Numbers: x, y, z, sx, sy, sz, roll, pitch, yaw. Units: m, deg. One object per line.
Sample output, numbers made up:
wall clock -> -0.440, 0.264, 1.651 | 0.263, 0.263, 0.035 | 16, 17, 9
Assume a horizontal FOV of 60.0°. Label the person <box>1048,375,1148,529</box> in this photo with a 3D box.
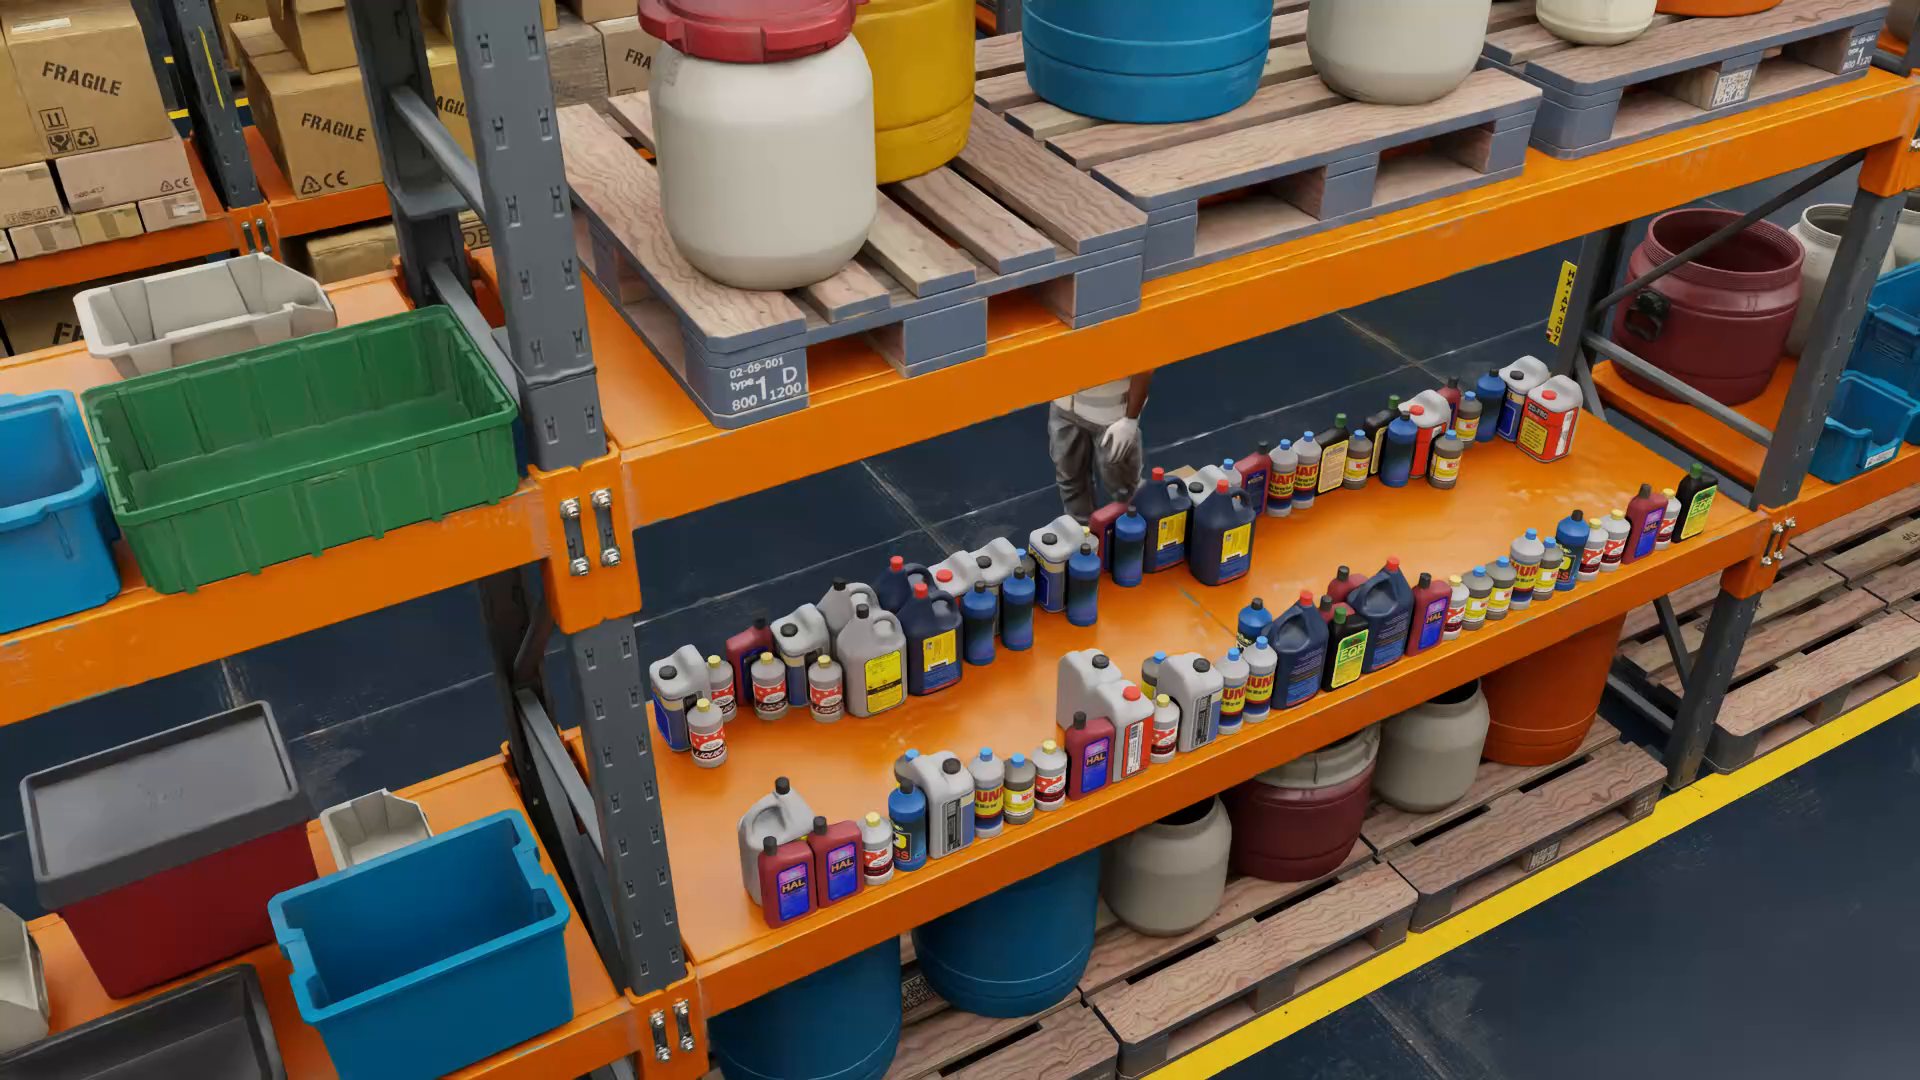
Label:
person -> 0.609, -0.627, 6.928 | 0.558, 1.724, 0.599 | 28, 45, 32
